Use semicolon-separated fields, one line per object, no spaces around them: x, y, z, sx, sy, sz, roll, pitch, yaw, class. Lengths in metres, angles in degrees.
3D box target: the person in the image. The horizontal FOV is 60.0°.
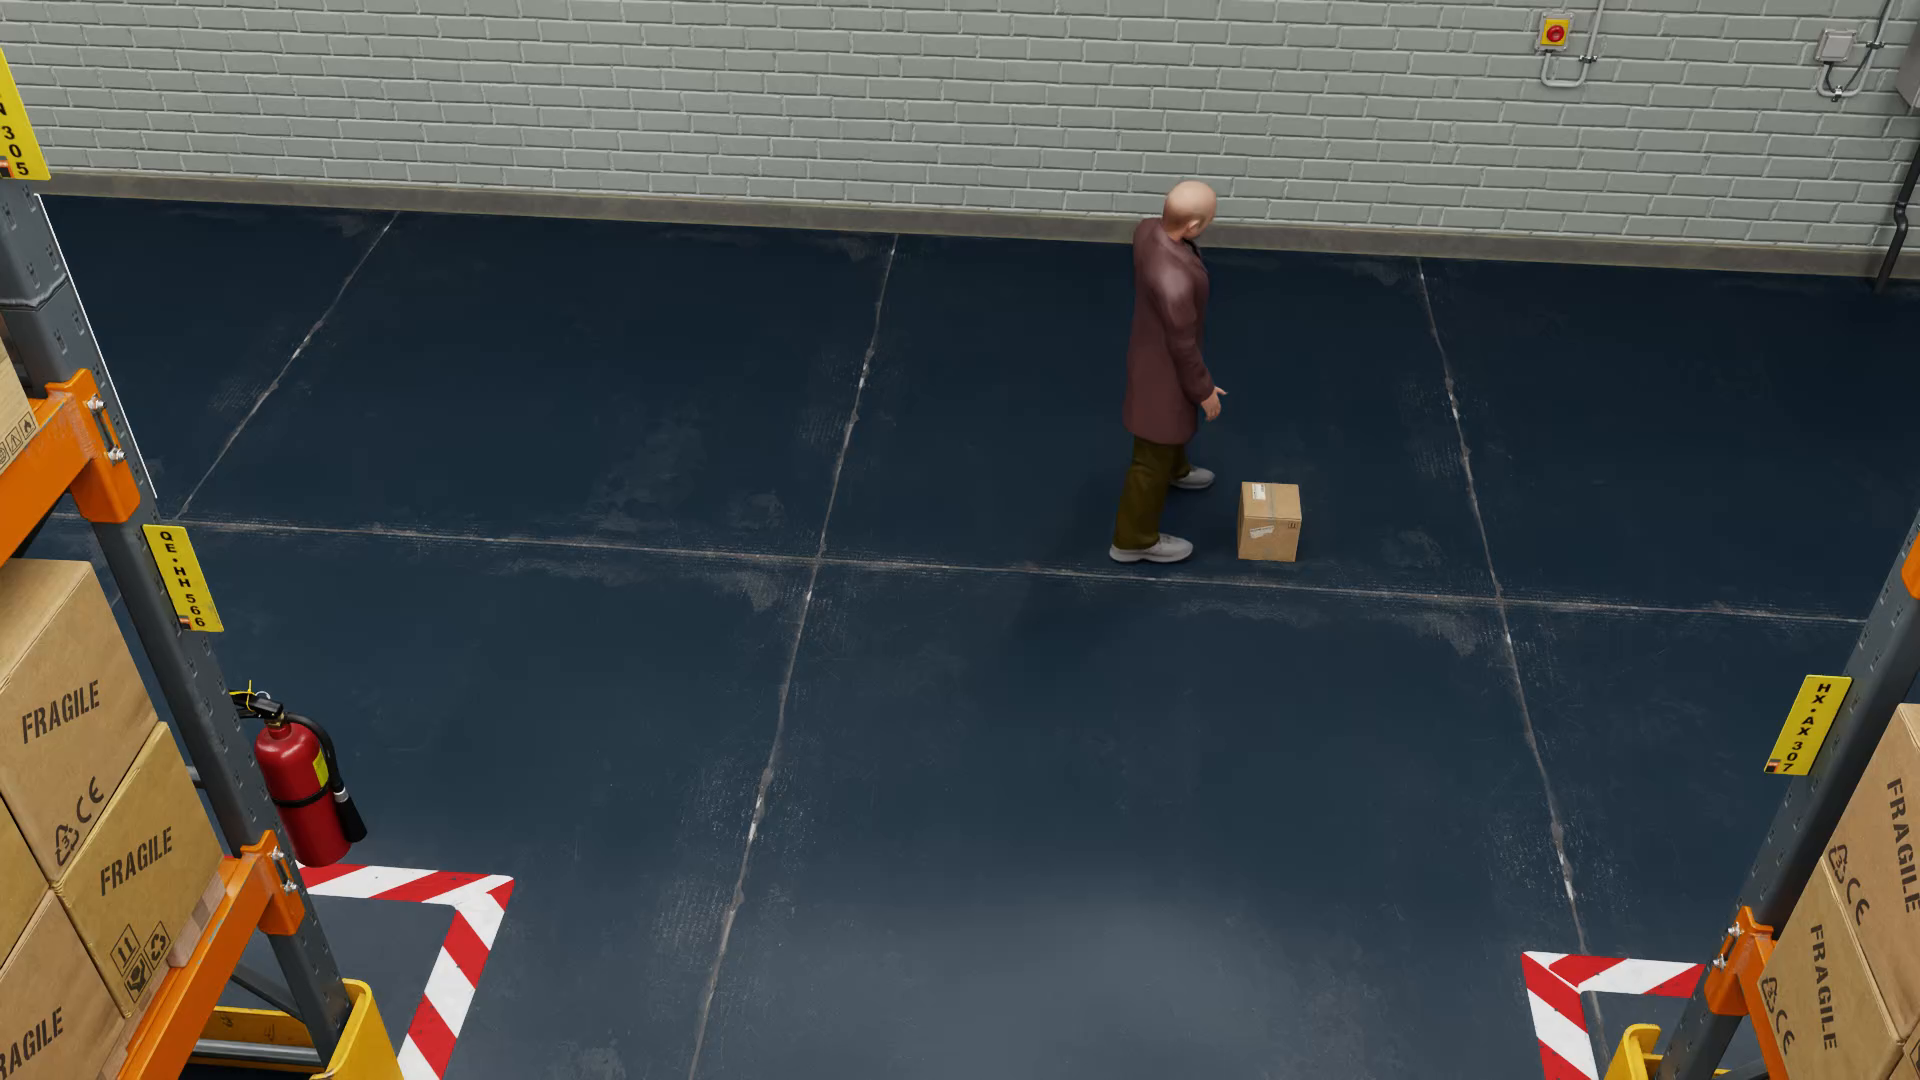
0.938;-0.756;7.071;0.573;1.773;0.710;-2;40;-3;person
